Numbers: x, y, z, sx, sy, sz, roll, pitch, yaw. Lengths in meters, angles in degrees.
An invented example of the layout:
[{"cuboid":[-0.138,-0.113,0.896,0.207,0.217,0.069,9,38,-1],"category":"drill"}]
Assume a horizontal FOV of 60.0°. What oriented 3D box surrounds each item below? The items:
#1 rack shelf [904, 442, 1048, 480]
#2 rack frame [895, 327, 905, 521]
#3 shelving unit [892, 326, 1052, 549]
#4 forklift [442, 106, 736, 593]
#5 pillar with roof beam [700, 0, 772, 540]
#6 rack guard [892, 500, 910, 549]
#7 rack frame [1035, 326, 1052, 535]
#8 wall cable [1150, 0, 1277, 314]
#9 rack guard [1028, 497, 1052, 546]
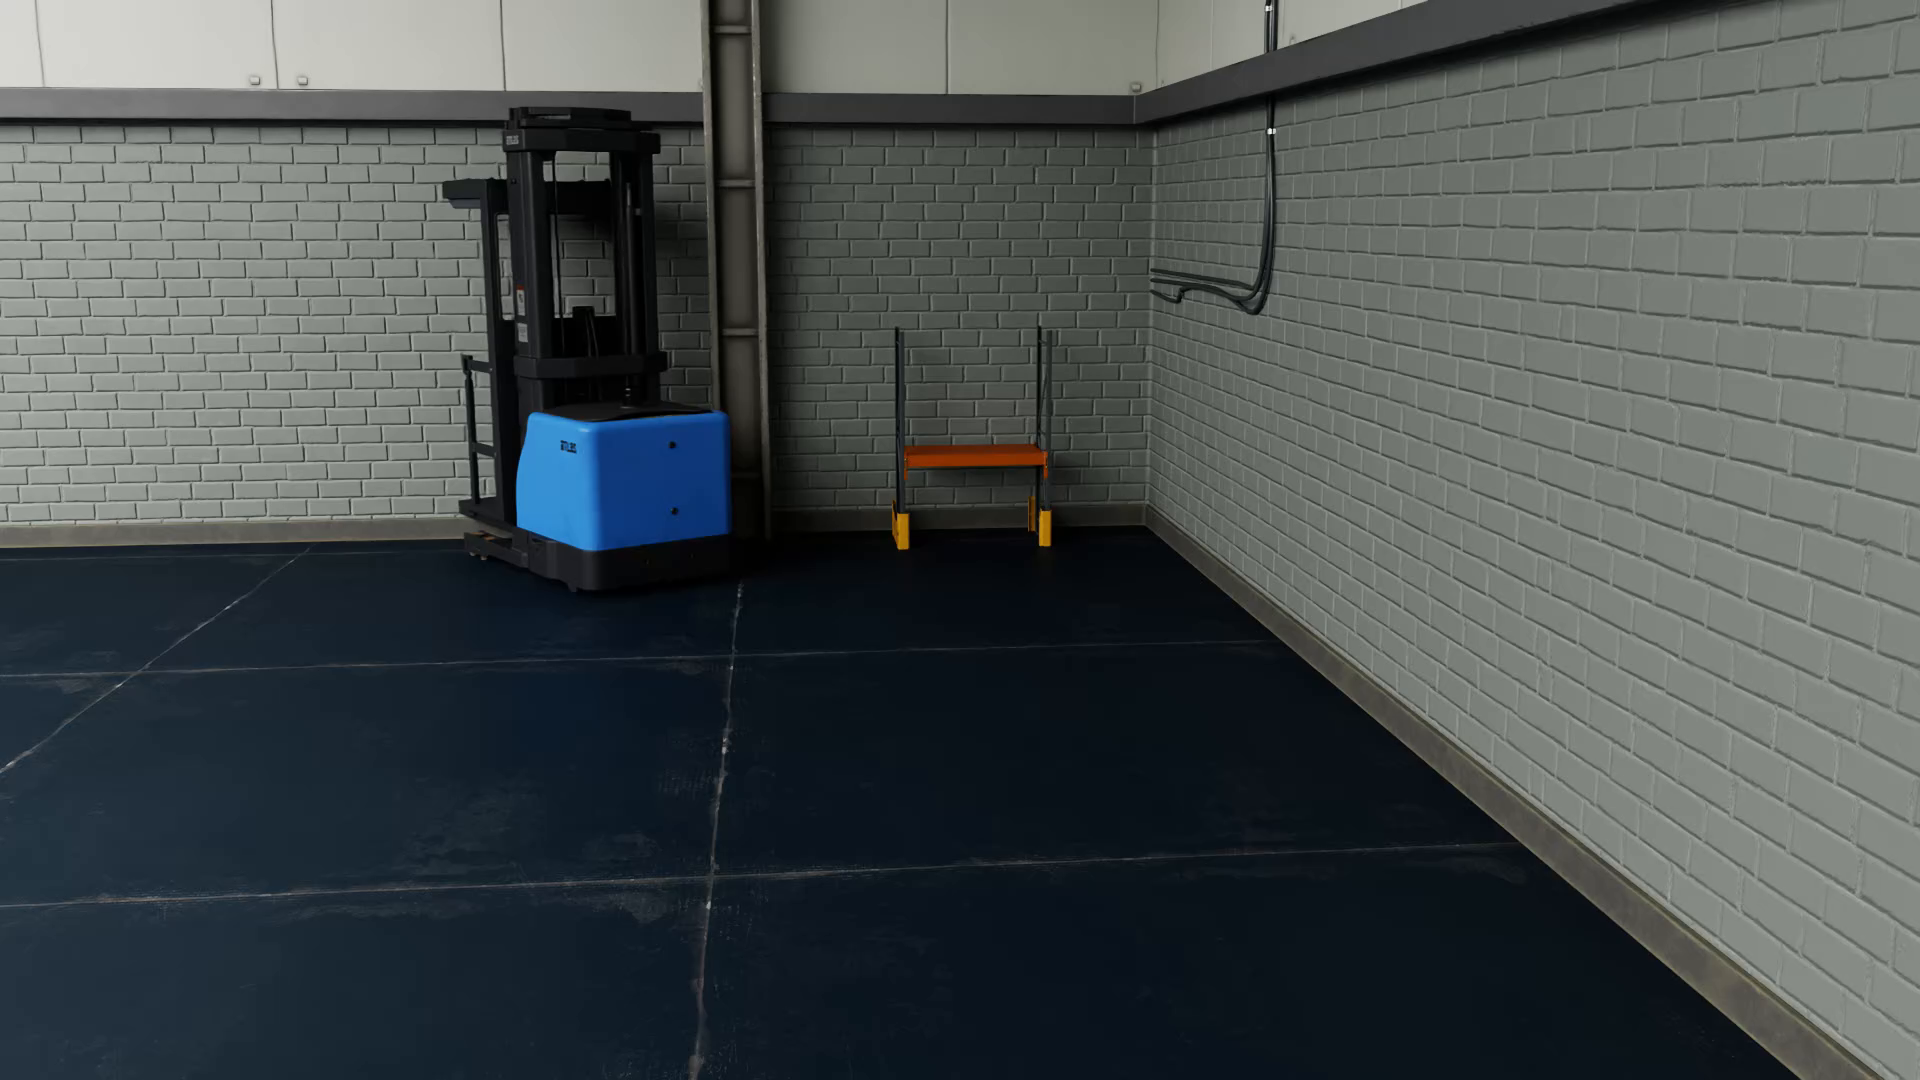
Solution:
[{"cuboid":[0.085,-0.561,11.767,1.000,0.185,0.538,-1,11,-6],"category":"rack shelf"},{"cuboid":[-0.421,-0.727,11.678,0.032,1.500,0.500,-1,11,-6],"category":"rack frame"},{"cuboid":[0.076,-0.738,11.731,1.083,1.500,0.587,-1,11,-6],"category":"shelving unit"},{"cuboid":[-2.720,-1.348,11.128,1.130,2.935,3.031,-9,14,-37],"category":"forklift"},{"cuboid":[-1.093,-3.617,6.941,0.400,9.000,9.100,-1,11,-6],"category":"pillar with roof beam"},{"cuboid":[-0.419,-0.114,11.799,0.087,0.250,0.587,-1,11,-6],"category":"rack guard"},{"cuboid":[0.590,-0.748,11.786,0.032,1.500,0.500,-1,11,-6],"category":"rack frame"},{"cuboid":[1.514,-2.727,10.462,0.112,2.526,3.097,-1,11,-6],"category":"wall cable"},{"cuboid":[0.571,-0.135,11.905,0.087,0.250,0.587,-1,11,-6],"category":"rack guard"}]
